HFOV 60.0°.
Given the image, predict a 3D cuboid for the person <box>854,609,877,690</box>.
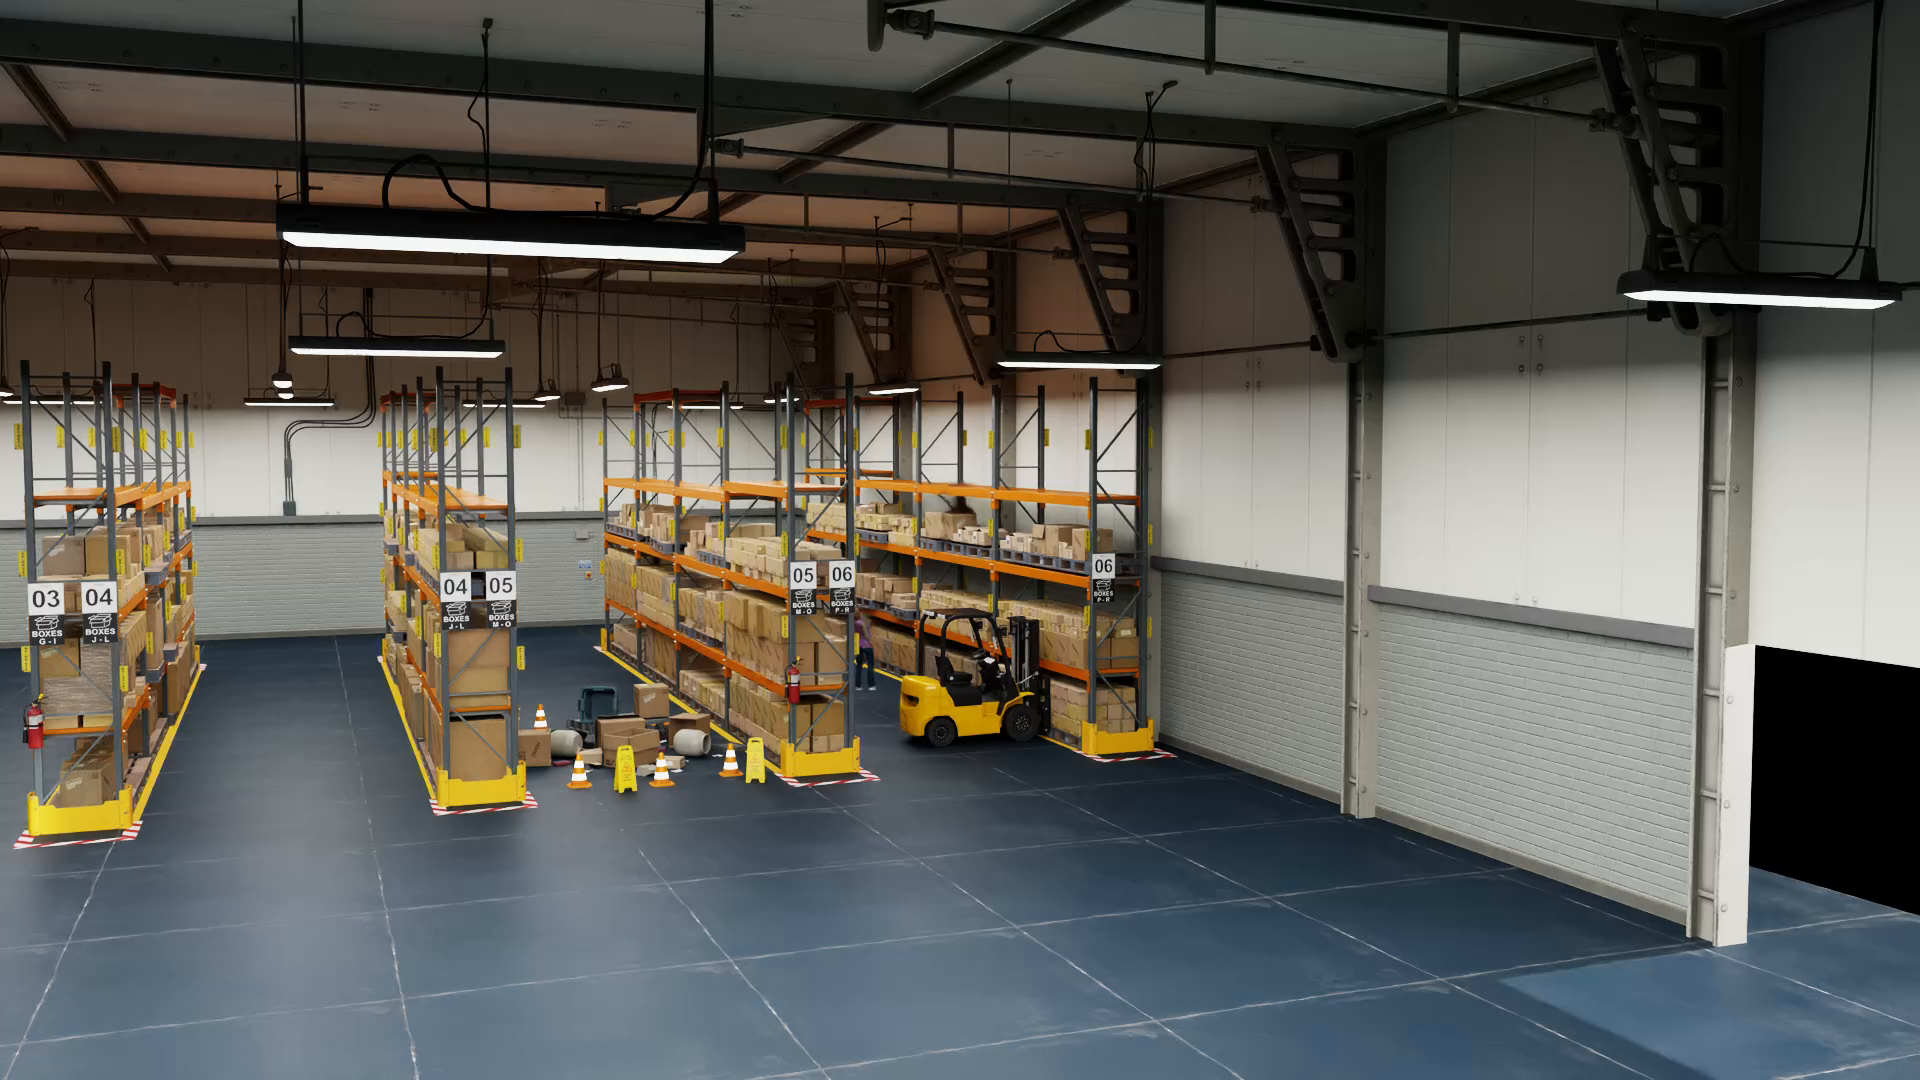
[{"bbox_3d":[-1.800,2.063,31.302,0.512,1.563,0.486,1,4,23],"label":"person"}]
